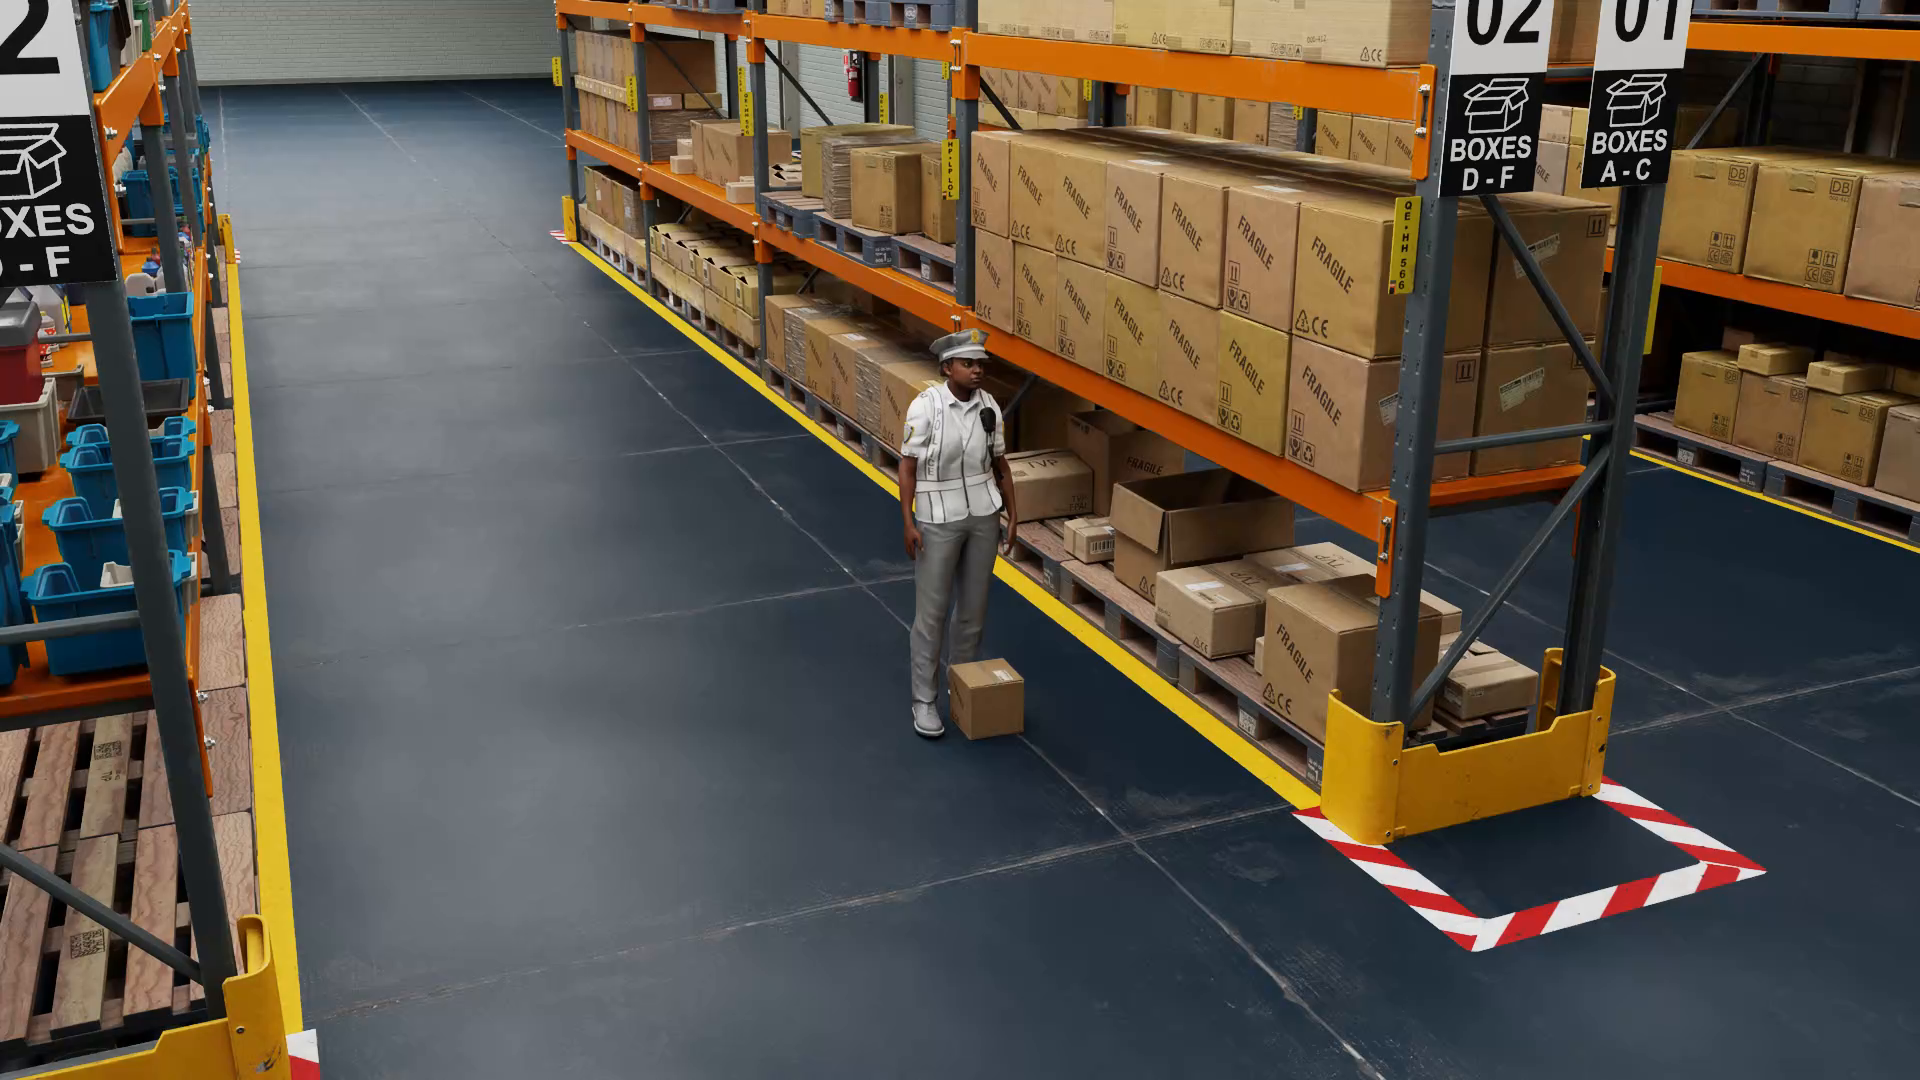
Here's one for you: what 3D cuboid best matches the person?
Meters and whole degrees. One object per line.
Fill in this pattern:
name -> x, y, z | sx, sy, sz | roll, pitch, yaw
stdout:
person -> 0.005, -0.059, 7.154 | 0.570, 1.695, 0.529 | -8, 21, -22
